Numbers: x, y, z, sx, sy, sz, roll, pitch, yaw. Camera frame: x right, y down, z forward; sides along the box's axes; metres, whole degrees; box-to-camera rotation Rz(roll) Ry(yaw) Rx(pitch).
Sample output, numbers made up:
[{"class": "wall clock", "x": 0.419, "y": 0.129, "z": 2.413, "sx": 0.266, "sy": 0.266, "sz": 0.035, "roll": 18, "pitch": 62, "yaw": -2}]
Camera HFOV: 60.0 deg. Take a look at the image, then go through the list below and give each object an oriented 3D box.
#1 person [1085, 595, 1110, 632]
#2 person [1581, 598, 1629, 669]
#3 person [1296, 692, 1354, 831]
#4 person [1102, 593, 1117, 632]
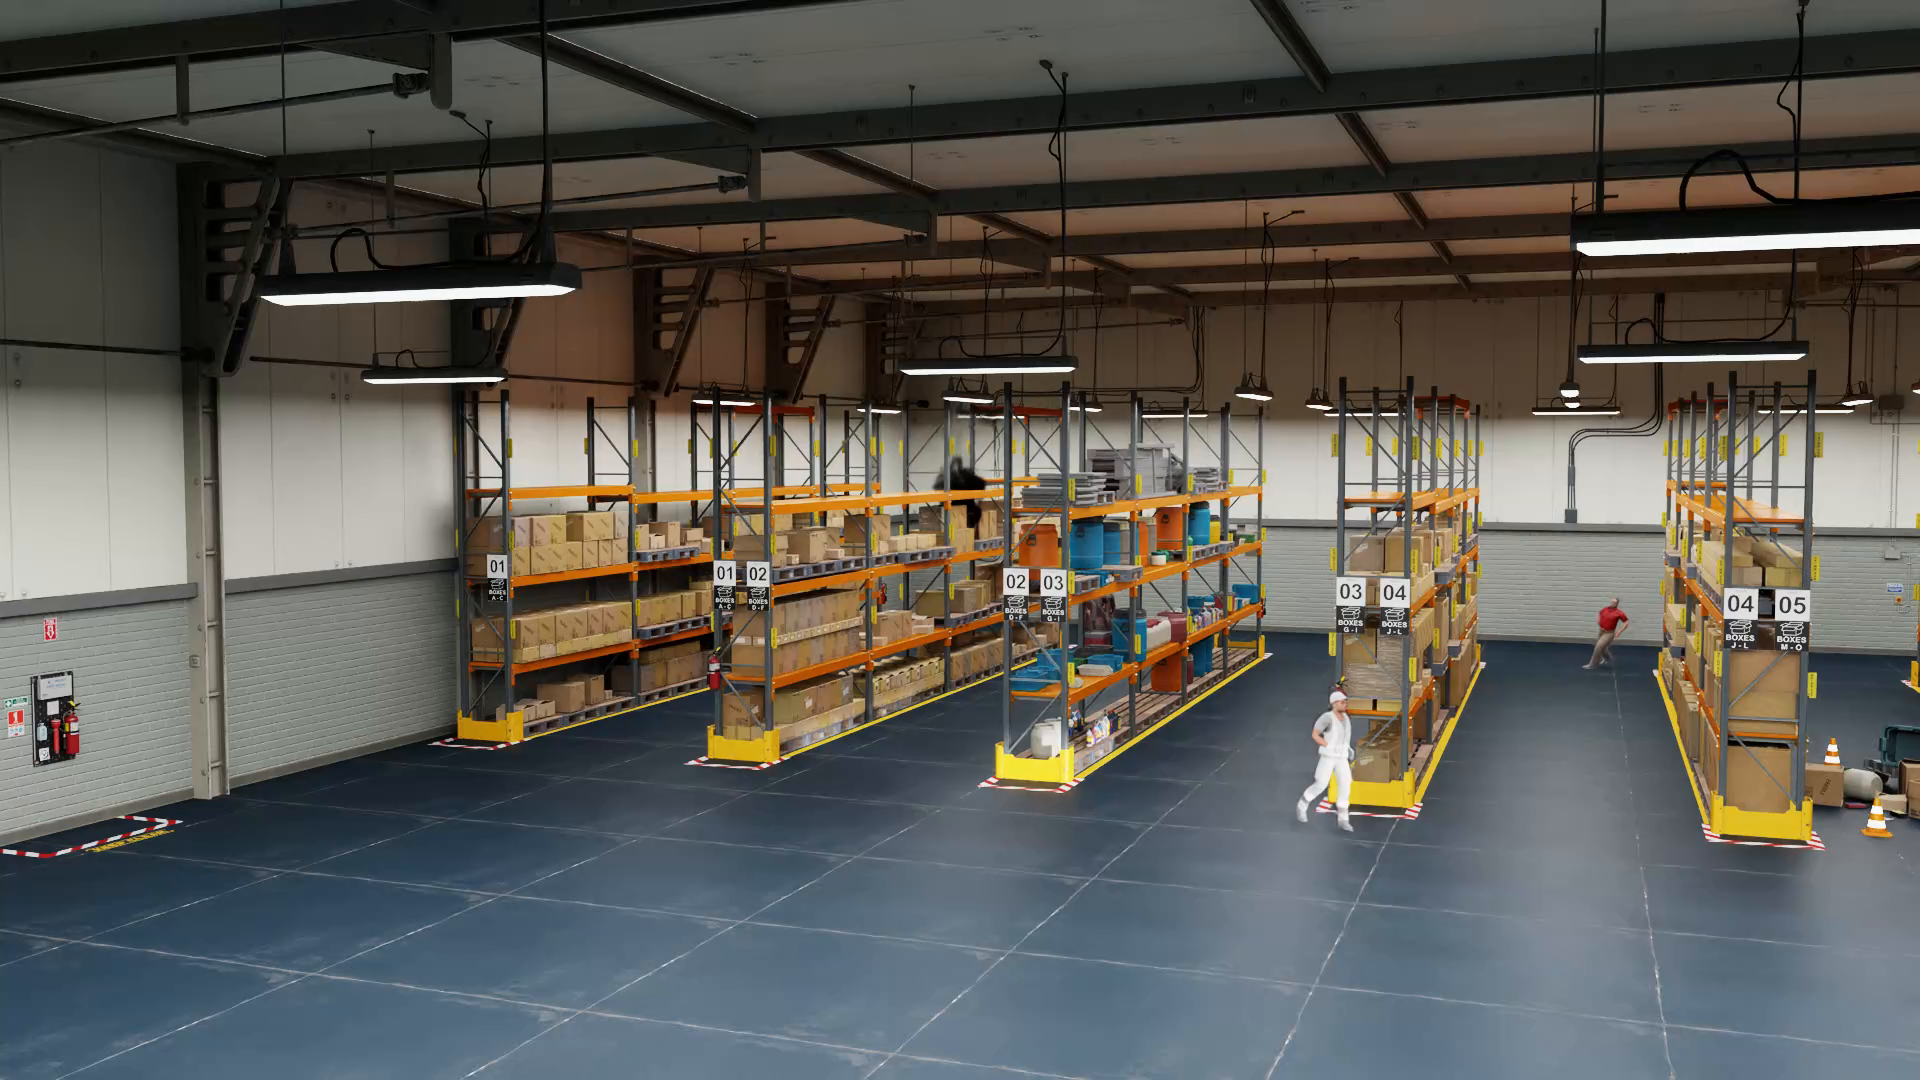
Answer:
[{"class": "person", "x": 3.140, "y": 1.918, "z": 38.857, "sx": 0.673, "sy": 1.661, "sz": 0.836, "roll": 1, "pitch": 3, "yaw": 12}, {"class": "person", "x": 14.546, "y": 2.106, "z": 37.672, "sx": 0.916, "sy": 1.642, "sz": 0.855, "roll": 0, "pitch": 3, "yaw": -1}, {"class": "person", "x": 4.967, "y": 2.886, "z": 21.965, "sx": 0.714, "sy": 1.760, "sz": 0.969, "roll": -2, "pitch": 4, "yaw": -29}, {"class": "person", "x": 3.669, "y": 1.865, "z": 41.466, "sx": 0.677, "sy": 1.685, "sz": 0.781, "roll": -2, "pitch": 4, "yaw": -28}]
